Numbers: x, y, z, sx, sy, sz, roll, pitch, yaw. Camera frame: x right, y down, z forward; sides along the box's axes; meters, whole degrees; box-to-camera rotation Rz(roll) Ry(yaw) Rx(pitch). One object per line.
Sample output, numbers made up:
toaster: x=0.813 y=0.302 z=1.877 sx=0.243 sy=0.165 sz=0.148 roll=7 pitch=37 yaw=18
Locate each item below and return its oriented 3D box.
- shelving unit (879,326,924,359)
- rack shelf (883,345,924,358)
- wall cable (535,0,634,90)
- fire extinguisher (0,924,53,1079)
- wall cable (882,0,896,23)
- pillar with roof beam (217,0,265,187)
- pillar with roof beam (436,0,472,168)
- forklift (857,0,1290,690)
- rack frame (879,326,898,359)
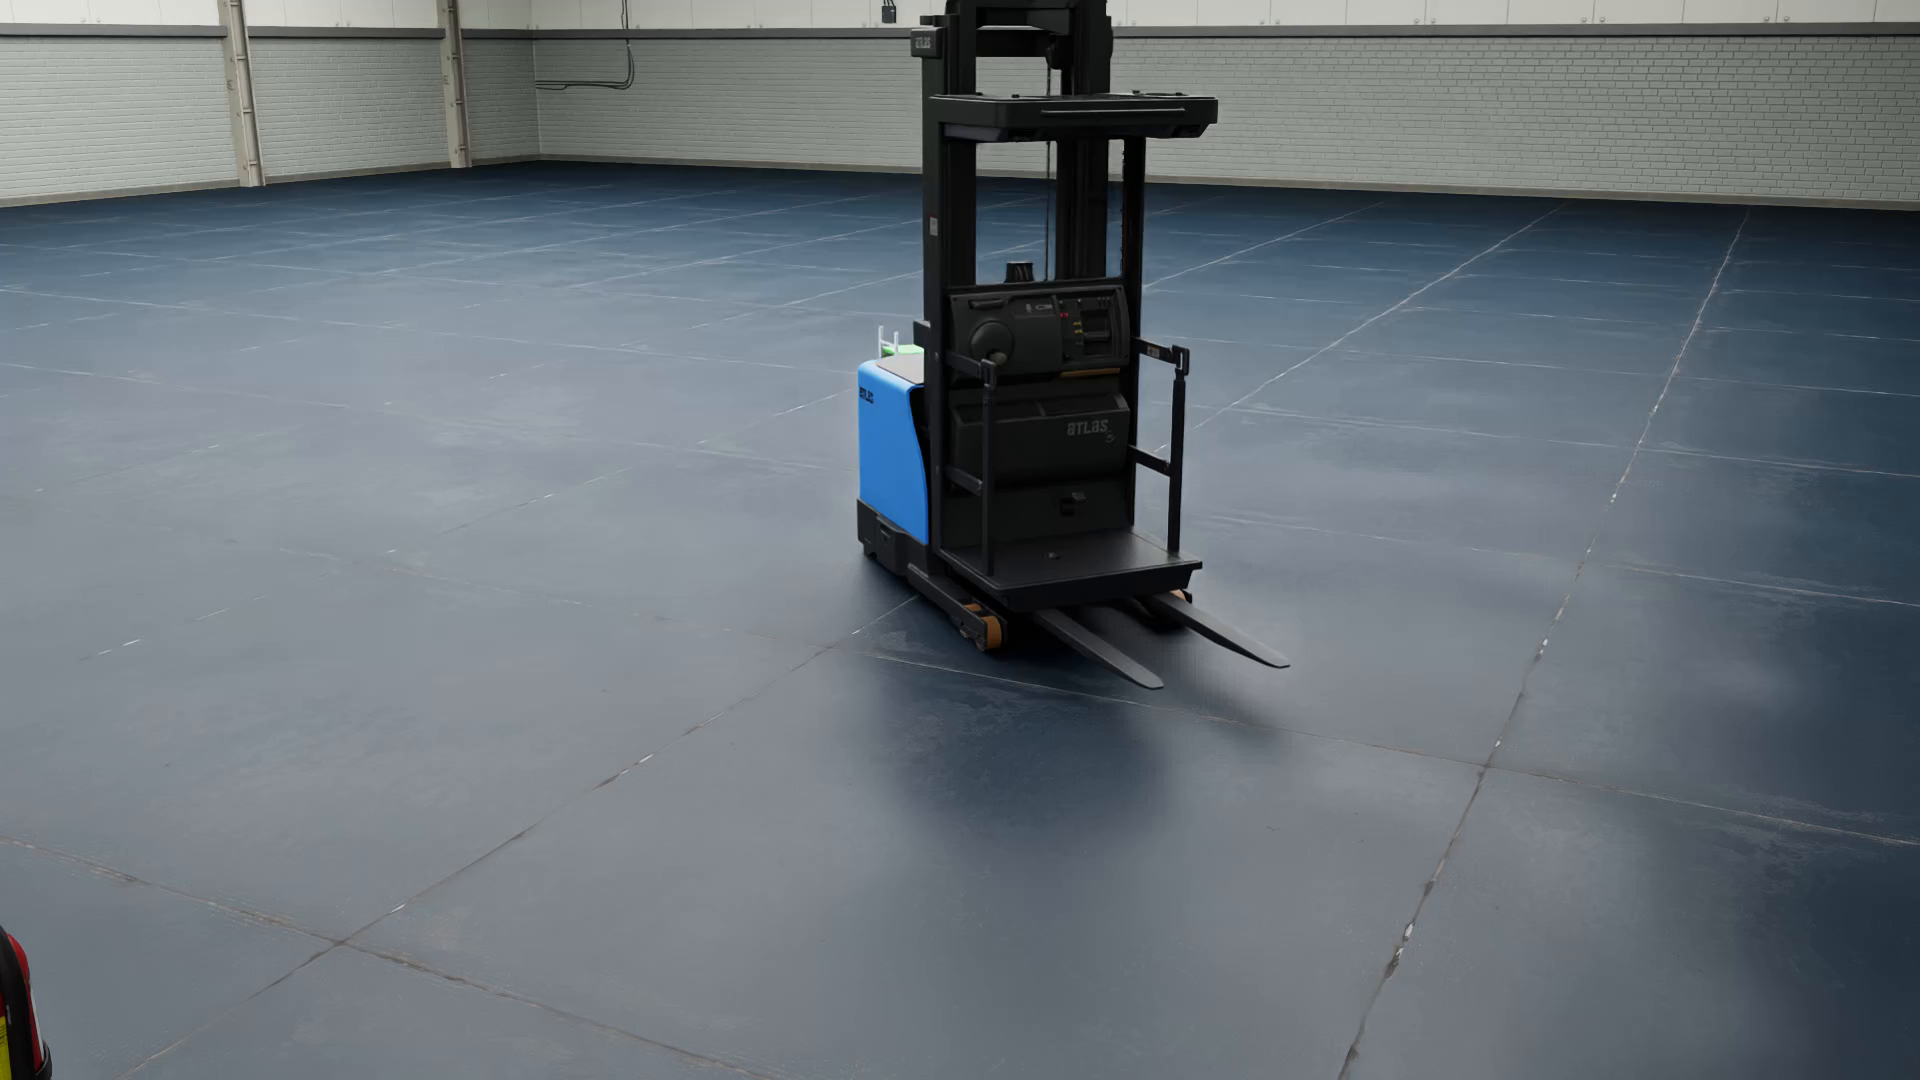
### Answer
shelving unit: x=-0.178 y=-0.629 z=9.536 sx=0.503 sy=1.200 sz=0.258 roll=-8 pitch=18 yaw=-24
rack shelf: x=-0.178 y=-1.028 z=9.417 sx=0.480 sy=0.148 sz=0.258 roll=-8 pitch=18 yaw=-24
wall cable: x=-9.143 y=-12.106 z=39.931 sx=3.097 sy=2.526 sz=0.112 roll=8 pitch=18 yaw=25
fire extinguisher: x=-1.294 y=0.661 z=2.165 sx=0.296 sy=0.674 sz=0.183 roll=8 pitch=18 yaw=25
wall cable: x=-0.658 y=-14.013 z=34.924 sx=2.305 sy=6.003 sz=0.169 roll=8 pitch=18 yaw=25
pillar with roof beam: x=-10.473 y=-10.936 z=30.539 sx=9.100 sy=9.000 sz=0.400 roll=8 pitch=18 yaw=25
pillar with roof beam: x=-7.791 y=-12.464 z=35.685 sx=9.100 sy=9.000 sz=0.400 roll=8 pitch=18 yaw=25
forklift: x=0.478 y=-1.023 z=7.821 sx=1.130 sy=2.935 sz=3.031 roll=-7 pitch=18 yaw=-22
rack frame: x=-0.398 y=-0.599 z=9.435 sx=0.015 sy=1.200 sz=0.240 roll=-8 pitch=18 yaw=-24
